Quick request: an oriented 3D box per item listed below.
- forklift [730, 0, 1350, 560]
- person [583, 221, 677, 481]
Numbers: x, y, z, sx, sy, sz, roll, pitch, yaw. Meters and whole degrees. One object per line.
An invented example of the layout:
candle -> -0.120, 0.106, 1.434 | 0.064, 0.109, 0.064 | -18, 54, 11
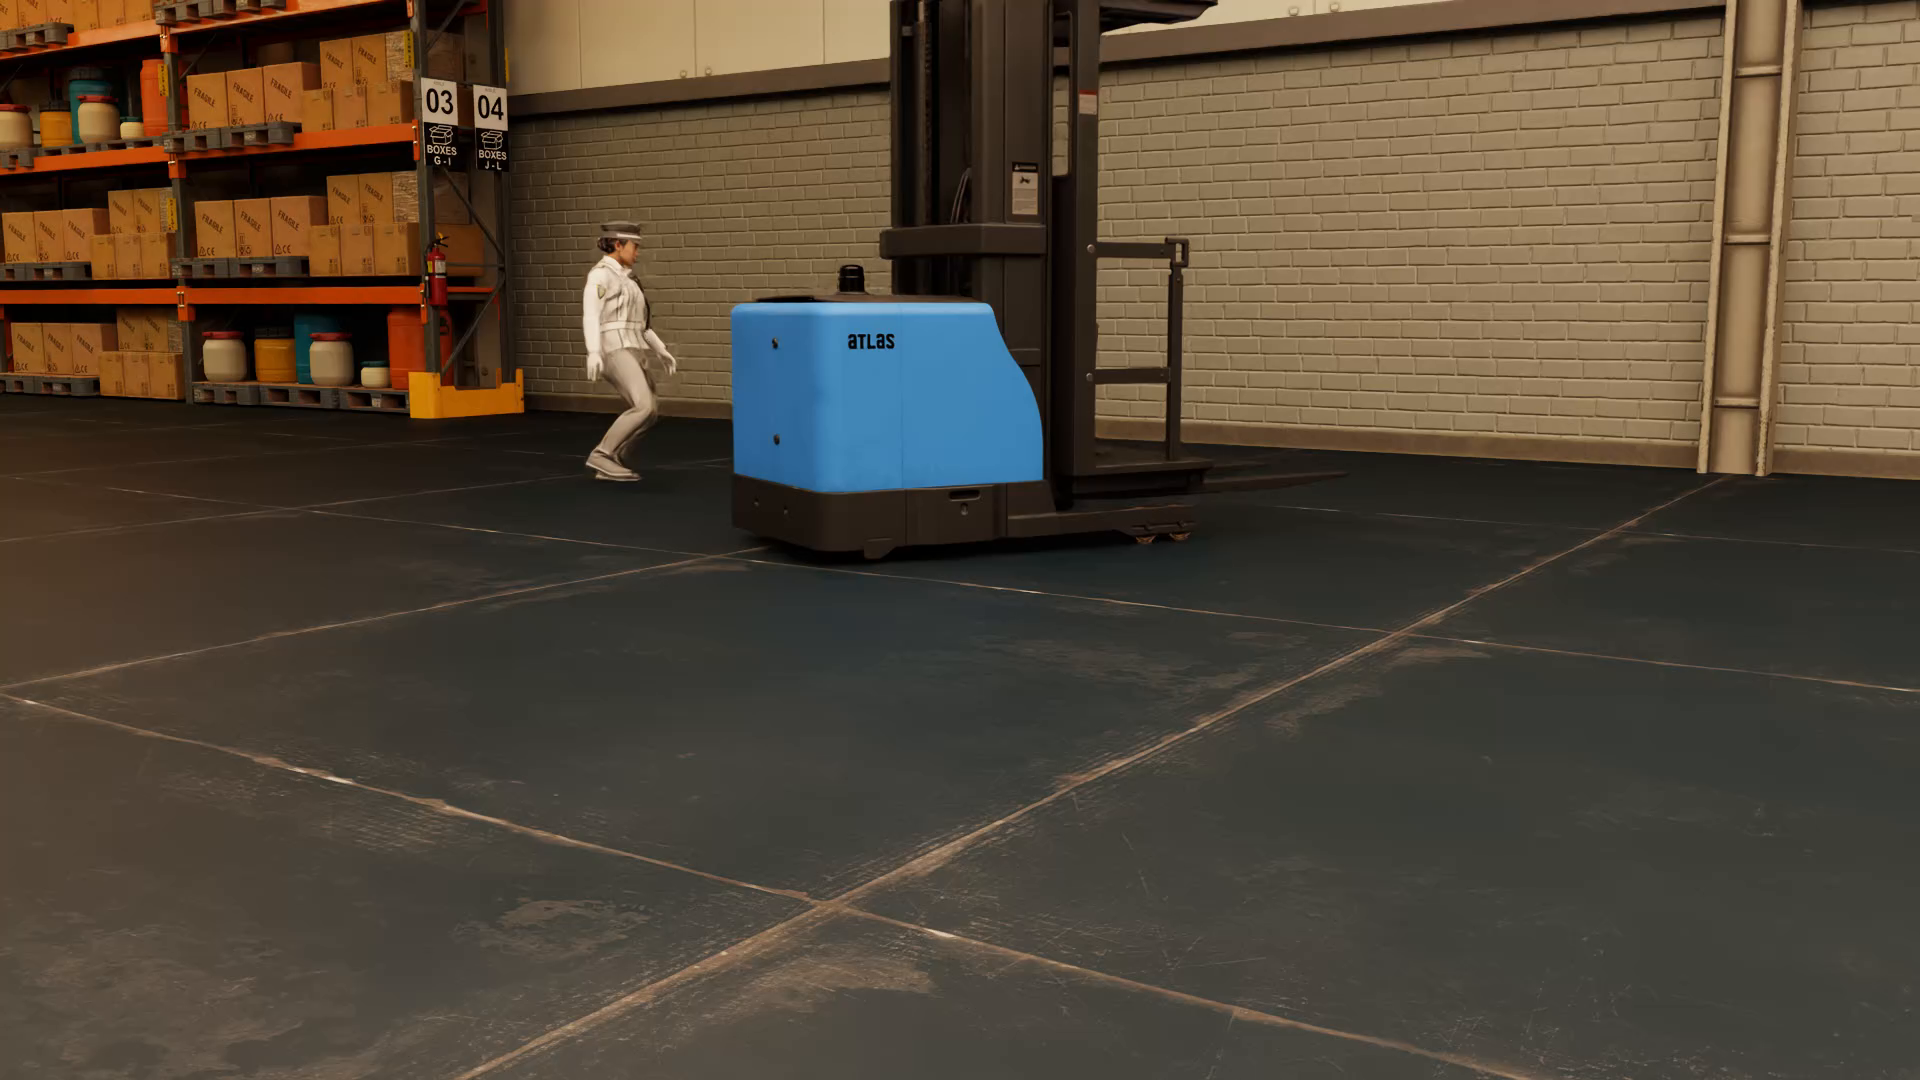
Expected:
forklift -> 0.492, -1.498, 7.724 | 3.031, 2.935, 1.130 | -5, 9, -30
person -> -1.974, -1.081, 9.765 | 0.571, 1.565, 0.855 | 2, 8, 12
